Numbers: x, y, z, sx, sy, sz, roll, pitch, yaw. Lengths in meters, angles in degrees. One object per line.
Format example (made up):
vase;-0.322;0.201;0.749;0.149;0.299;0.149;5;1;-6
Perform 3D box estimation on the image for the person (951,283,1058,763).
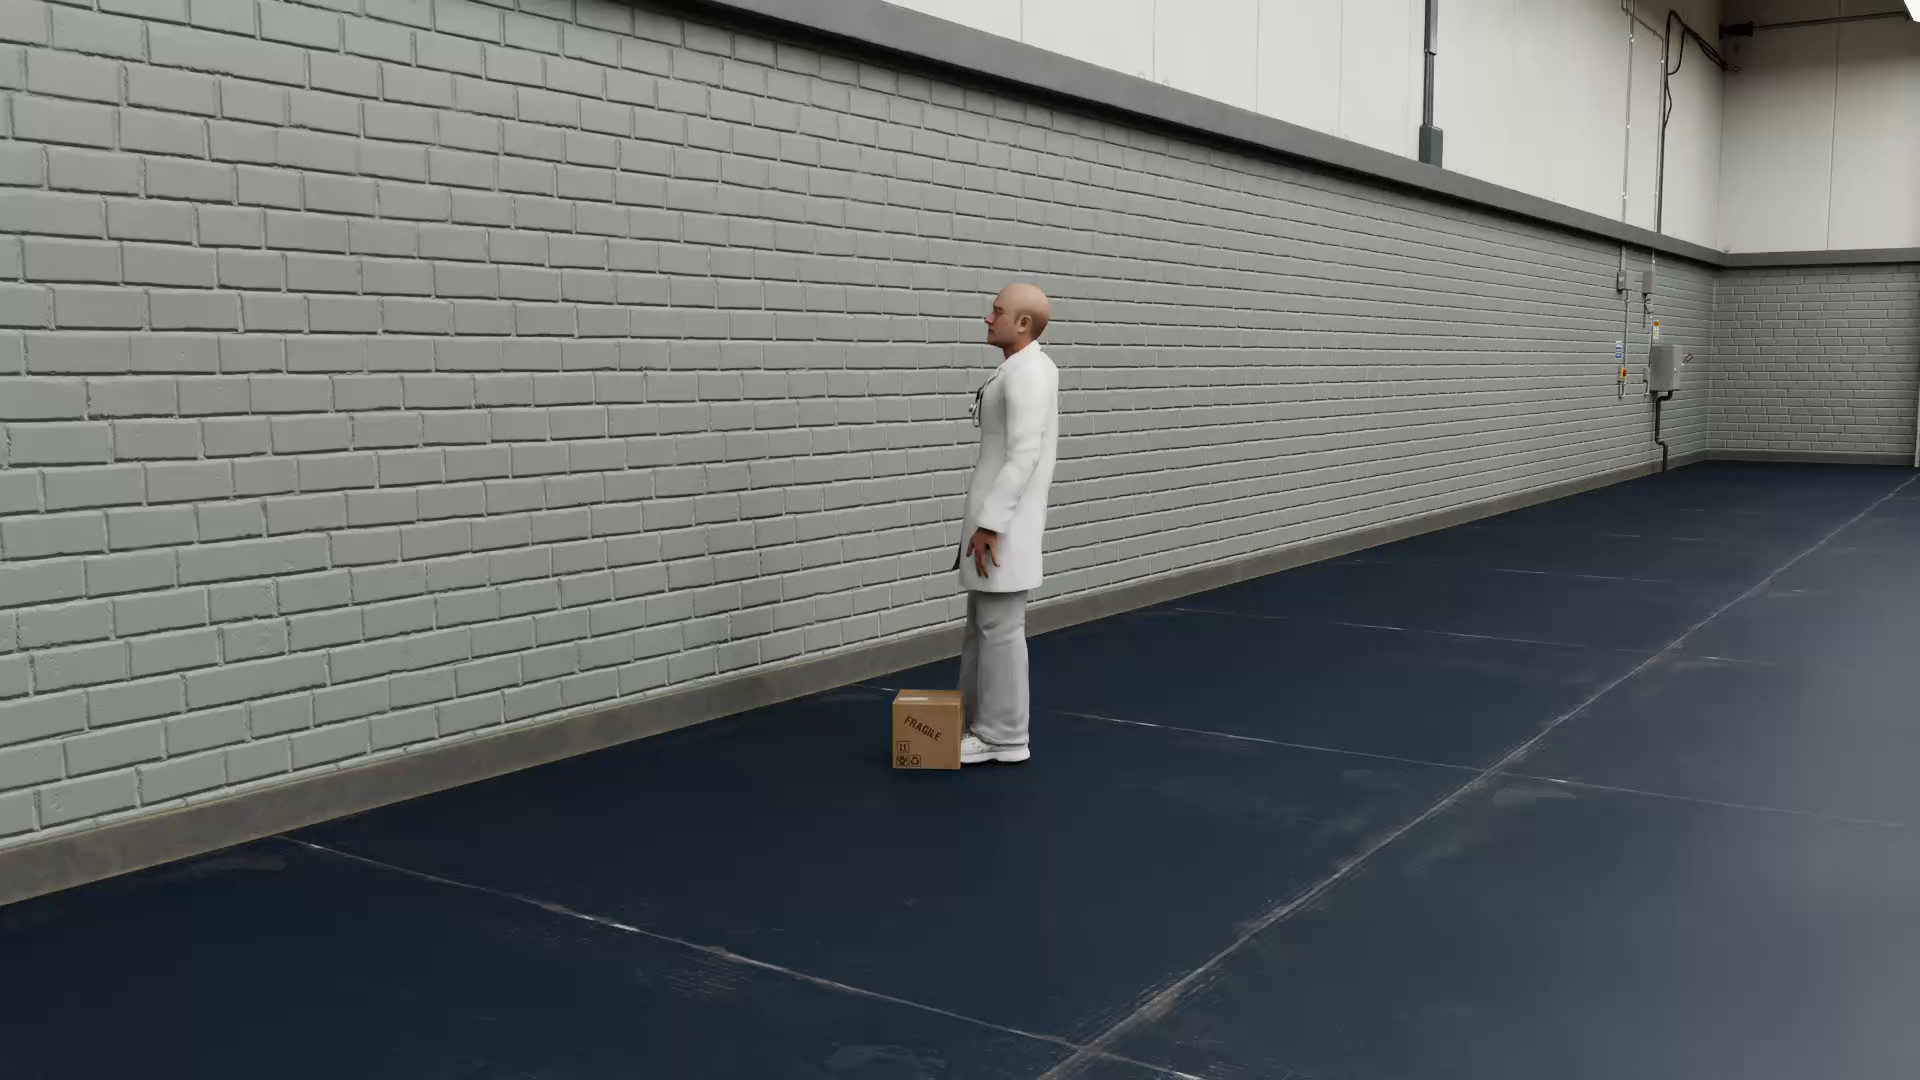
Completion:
person;0.071;-0.056;6.197;0.581;1.775;0.696;1;6;5
